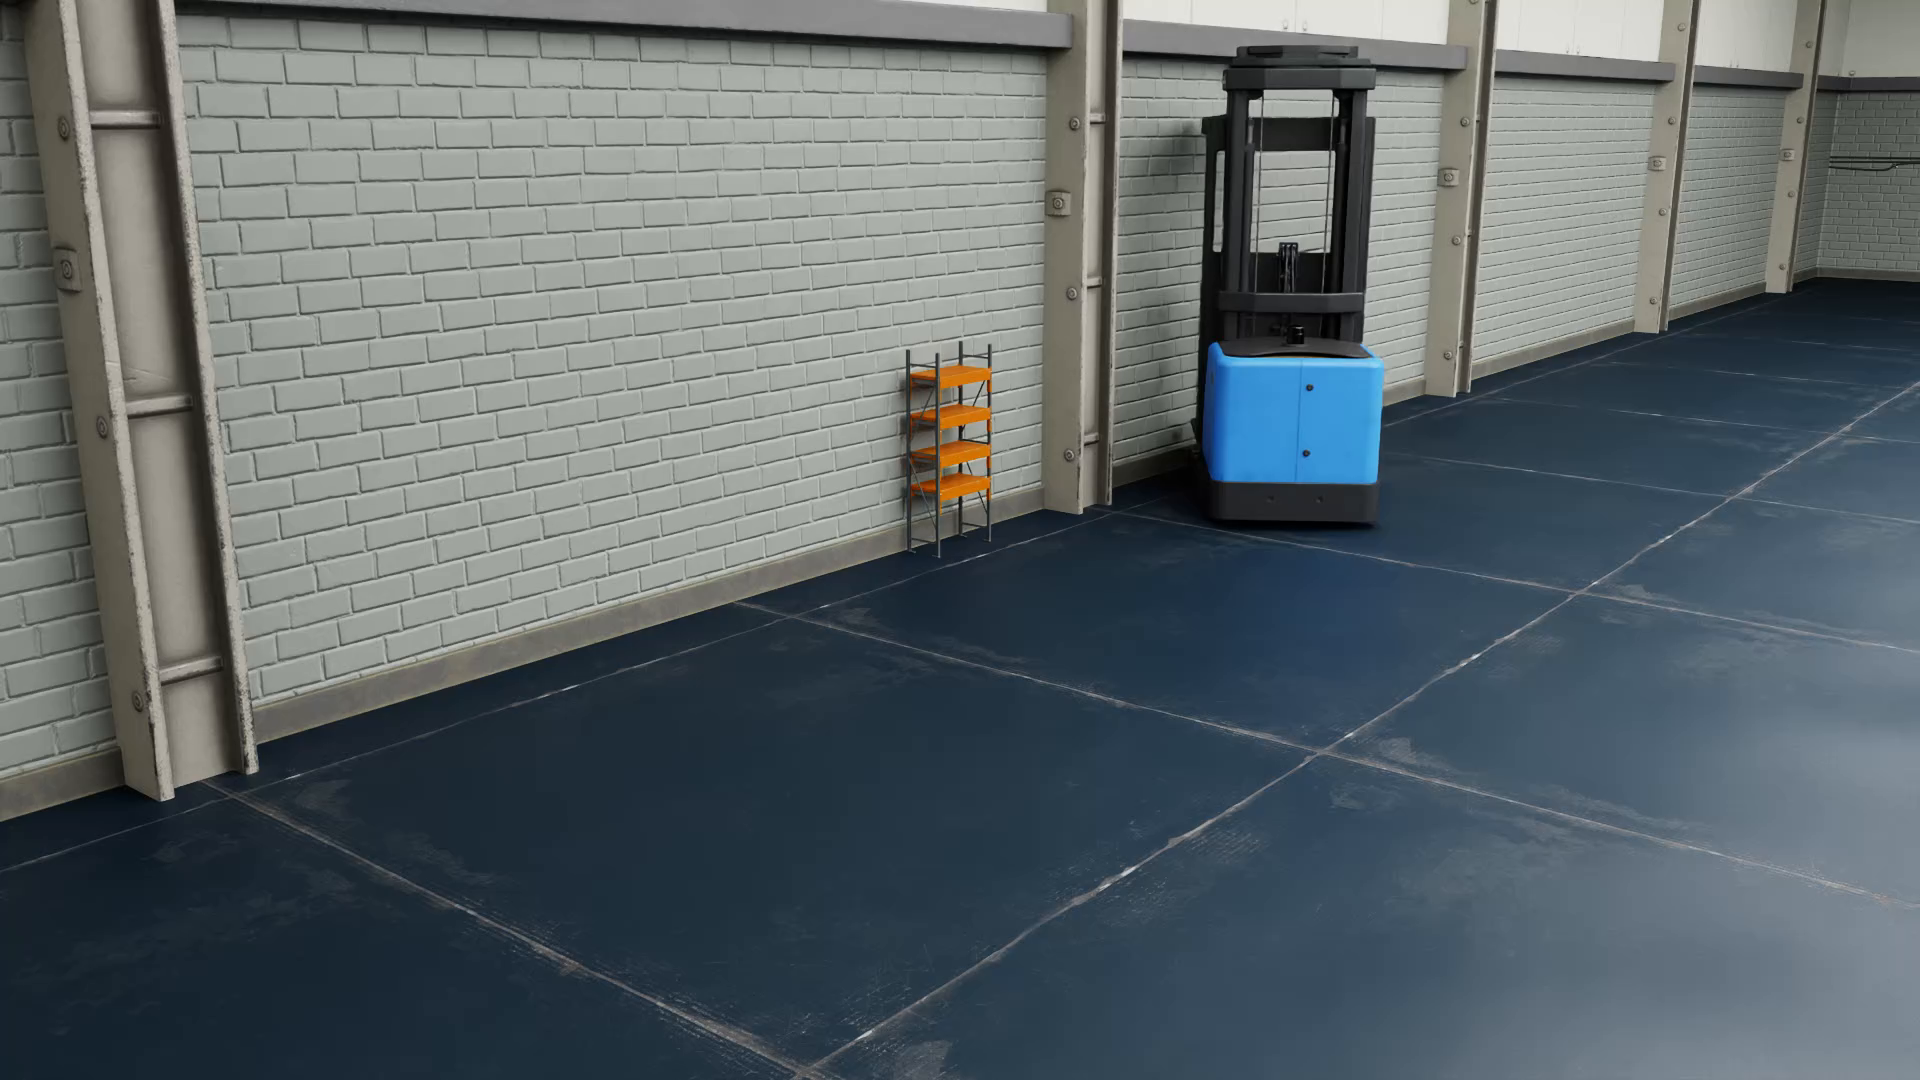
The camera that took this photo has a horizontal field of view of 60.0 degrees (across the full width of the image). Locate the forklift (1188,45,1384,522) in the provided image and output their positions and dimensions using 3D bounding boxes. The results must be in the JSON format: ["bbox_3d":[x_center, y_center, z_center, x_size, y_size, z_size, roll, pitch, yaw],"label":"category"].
[{"bbox_3d":[2.195,-1.840,11.414,1.130,2.935,3.031,1,14,5],"label":"forklift"}]

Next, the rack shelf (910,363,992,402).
[{"bbox_3d":[-0.062,-0.923,9.722,0.258,0.148,0.480,11,18,37],"label":"rack shelf"}]

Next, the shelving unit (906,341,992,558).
[{"bbox_3d":[-0.062,-0.542,9.819,0.258,1.200,0.503,11,18,37],"label":"shelving unit"}]

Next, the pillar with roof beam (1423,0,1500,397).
[{"bbox_3d":[7.890,-5.071,11.807,9.100,9.000,0.400,11,18,38],"label":"pillar with roof beam"}]

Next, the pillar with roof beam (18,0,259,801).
[{"bbox_3d":[0.348,-2.773,2.761,9.100,9.000,0.400,11,18,38],"label":"pillar with roof beam"}]

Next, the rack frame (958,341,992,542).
[{"bbox_3d":[0.089,-0.589,10.004,0.240,1.200,0.015,11,18,37],"label":"rack frame"}]

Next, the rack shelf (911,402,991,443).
[{"bbox_3d":[-0.062,-0.694,9.781,0.258,0.148,0.480,11,18,37],"label":"rack shelf"}]

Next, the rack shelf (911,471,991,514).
[{"bbox_3d":[-0.062,-0.285,9.885,0.258,0.148,0.480,11,18,37],"label":"rack shelf"}]

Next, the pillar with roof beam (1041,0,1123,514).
[{"bbox_3d":[4.119,-3.922,7.284,9.100,9.000,0.400,11,18,38],"label":"pillar with roof beam"}]

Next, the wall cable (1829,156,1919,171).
[{"bbox_3d":[14.964,-6.890,25.274,3.097,2.526,0.112,11,18,38],"label":"wall cable"}]

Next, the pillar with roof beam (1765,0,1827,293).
[{"bbox_3d":[15.432,-7.369,20.854,9.100,9.000,0.400,11,18,38],"label":"pillar with roof beam"}]

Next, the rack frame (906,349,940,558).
[{"bbox_3d":[-0.214,-0.495,9.634,0.240,1.200,0.015,11,18,37],"label":"rack frame"}]

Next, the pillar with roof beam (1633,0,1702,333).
[{"bbox_3d":[11.661,-6.220,16.331,9.100,9.000,0.400,11,18,38],"label":"pillar with roof beam"}]

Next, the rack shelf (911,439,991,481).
[{"bbox_3d":[-0.062,-0.477,9.836,0.258,0.148,0.480,11,18,37],"label":"rack shelf"}]
